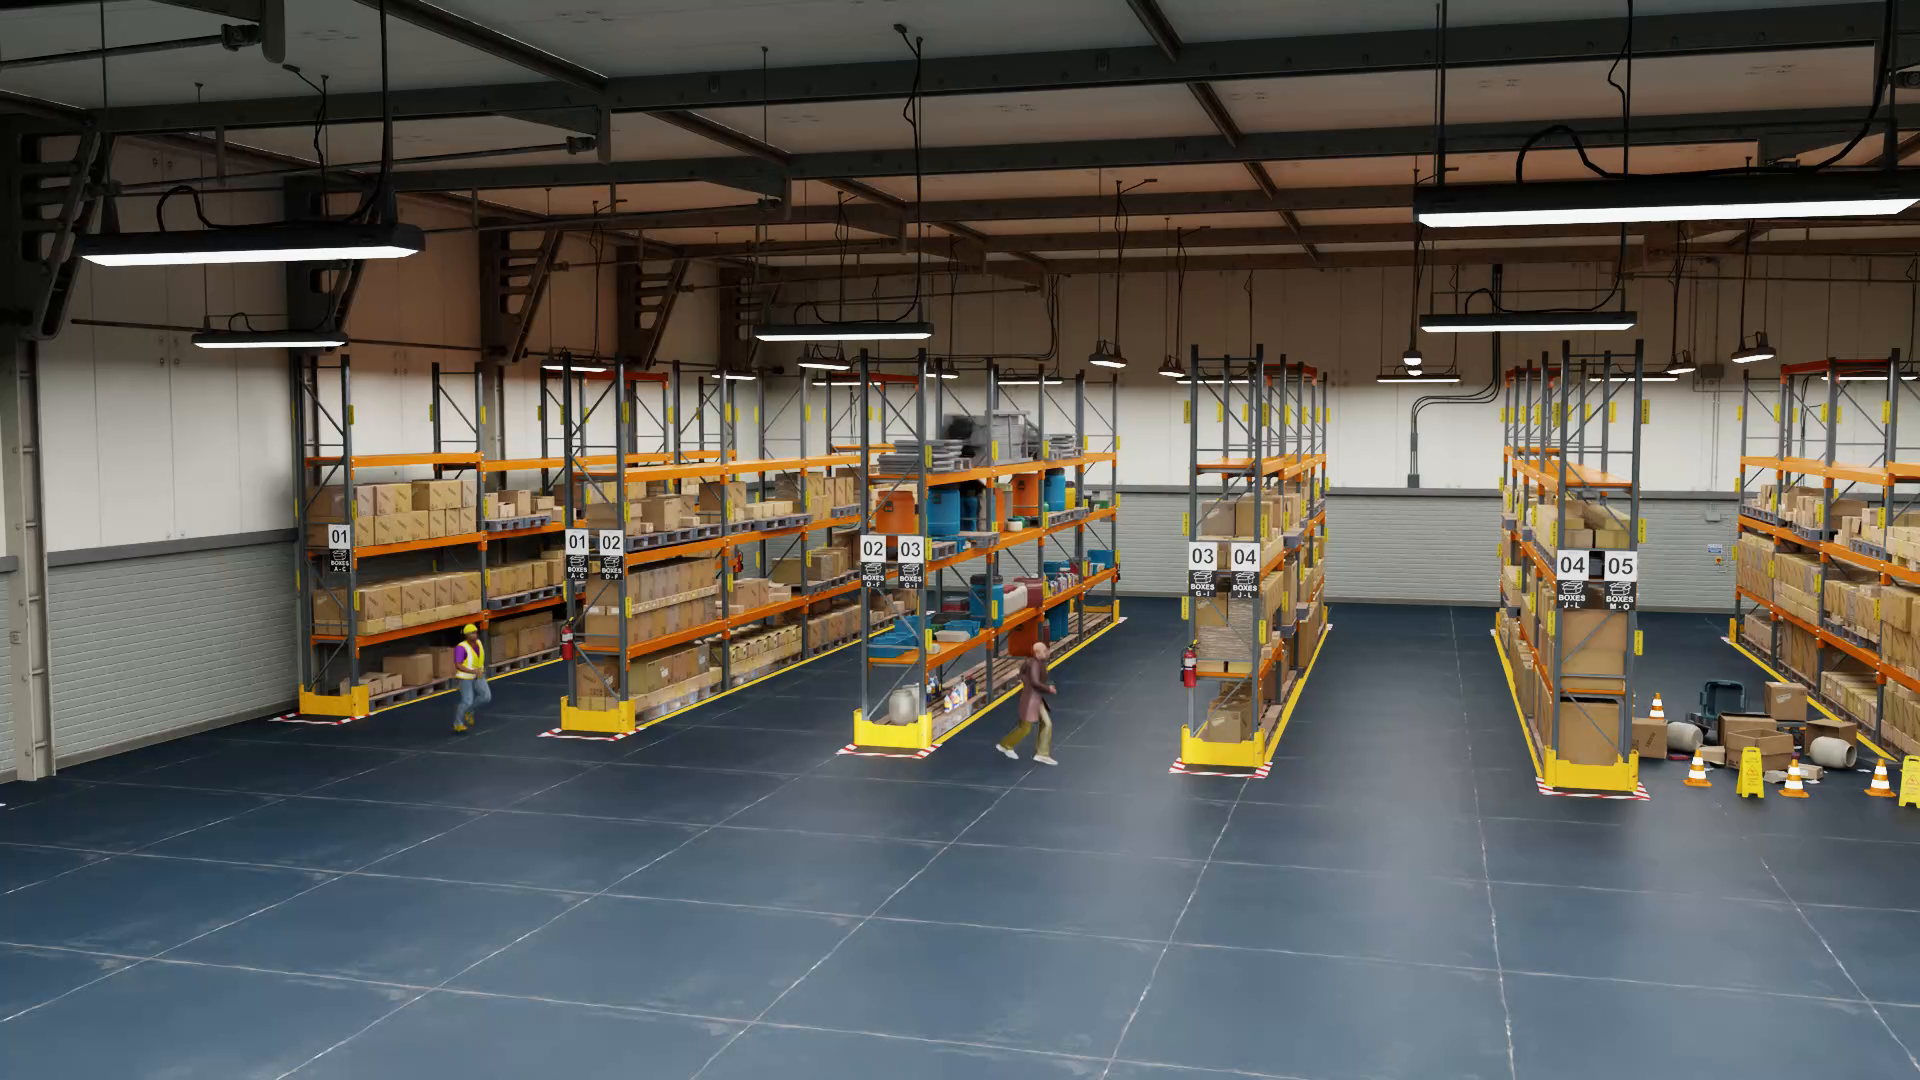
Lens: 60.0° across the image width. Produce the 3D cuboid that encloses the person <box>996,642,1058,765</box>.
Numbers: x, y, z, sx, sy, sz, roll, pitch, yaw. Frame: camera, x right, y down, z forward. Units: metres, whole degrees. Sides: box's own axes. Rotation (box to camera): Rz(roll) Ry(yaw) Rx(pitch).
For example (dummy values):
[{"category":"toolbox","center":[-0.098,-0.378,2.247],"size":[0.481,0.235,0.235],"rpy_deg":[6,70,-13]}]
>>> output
[{"category":"person","center":[0.943,2.343,23.787],"size":[0.910,1.761,0.656],"rpy_deg":[1,4,14]}]

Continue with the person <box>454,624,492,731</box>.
[{"category":"person","center":[-7.695,2.166,26.279],"size":[0.731,1.704,0.728],"rpy_deg":[3,5,32]}]
